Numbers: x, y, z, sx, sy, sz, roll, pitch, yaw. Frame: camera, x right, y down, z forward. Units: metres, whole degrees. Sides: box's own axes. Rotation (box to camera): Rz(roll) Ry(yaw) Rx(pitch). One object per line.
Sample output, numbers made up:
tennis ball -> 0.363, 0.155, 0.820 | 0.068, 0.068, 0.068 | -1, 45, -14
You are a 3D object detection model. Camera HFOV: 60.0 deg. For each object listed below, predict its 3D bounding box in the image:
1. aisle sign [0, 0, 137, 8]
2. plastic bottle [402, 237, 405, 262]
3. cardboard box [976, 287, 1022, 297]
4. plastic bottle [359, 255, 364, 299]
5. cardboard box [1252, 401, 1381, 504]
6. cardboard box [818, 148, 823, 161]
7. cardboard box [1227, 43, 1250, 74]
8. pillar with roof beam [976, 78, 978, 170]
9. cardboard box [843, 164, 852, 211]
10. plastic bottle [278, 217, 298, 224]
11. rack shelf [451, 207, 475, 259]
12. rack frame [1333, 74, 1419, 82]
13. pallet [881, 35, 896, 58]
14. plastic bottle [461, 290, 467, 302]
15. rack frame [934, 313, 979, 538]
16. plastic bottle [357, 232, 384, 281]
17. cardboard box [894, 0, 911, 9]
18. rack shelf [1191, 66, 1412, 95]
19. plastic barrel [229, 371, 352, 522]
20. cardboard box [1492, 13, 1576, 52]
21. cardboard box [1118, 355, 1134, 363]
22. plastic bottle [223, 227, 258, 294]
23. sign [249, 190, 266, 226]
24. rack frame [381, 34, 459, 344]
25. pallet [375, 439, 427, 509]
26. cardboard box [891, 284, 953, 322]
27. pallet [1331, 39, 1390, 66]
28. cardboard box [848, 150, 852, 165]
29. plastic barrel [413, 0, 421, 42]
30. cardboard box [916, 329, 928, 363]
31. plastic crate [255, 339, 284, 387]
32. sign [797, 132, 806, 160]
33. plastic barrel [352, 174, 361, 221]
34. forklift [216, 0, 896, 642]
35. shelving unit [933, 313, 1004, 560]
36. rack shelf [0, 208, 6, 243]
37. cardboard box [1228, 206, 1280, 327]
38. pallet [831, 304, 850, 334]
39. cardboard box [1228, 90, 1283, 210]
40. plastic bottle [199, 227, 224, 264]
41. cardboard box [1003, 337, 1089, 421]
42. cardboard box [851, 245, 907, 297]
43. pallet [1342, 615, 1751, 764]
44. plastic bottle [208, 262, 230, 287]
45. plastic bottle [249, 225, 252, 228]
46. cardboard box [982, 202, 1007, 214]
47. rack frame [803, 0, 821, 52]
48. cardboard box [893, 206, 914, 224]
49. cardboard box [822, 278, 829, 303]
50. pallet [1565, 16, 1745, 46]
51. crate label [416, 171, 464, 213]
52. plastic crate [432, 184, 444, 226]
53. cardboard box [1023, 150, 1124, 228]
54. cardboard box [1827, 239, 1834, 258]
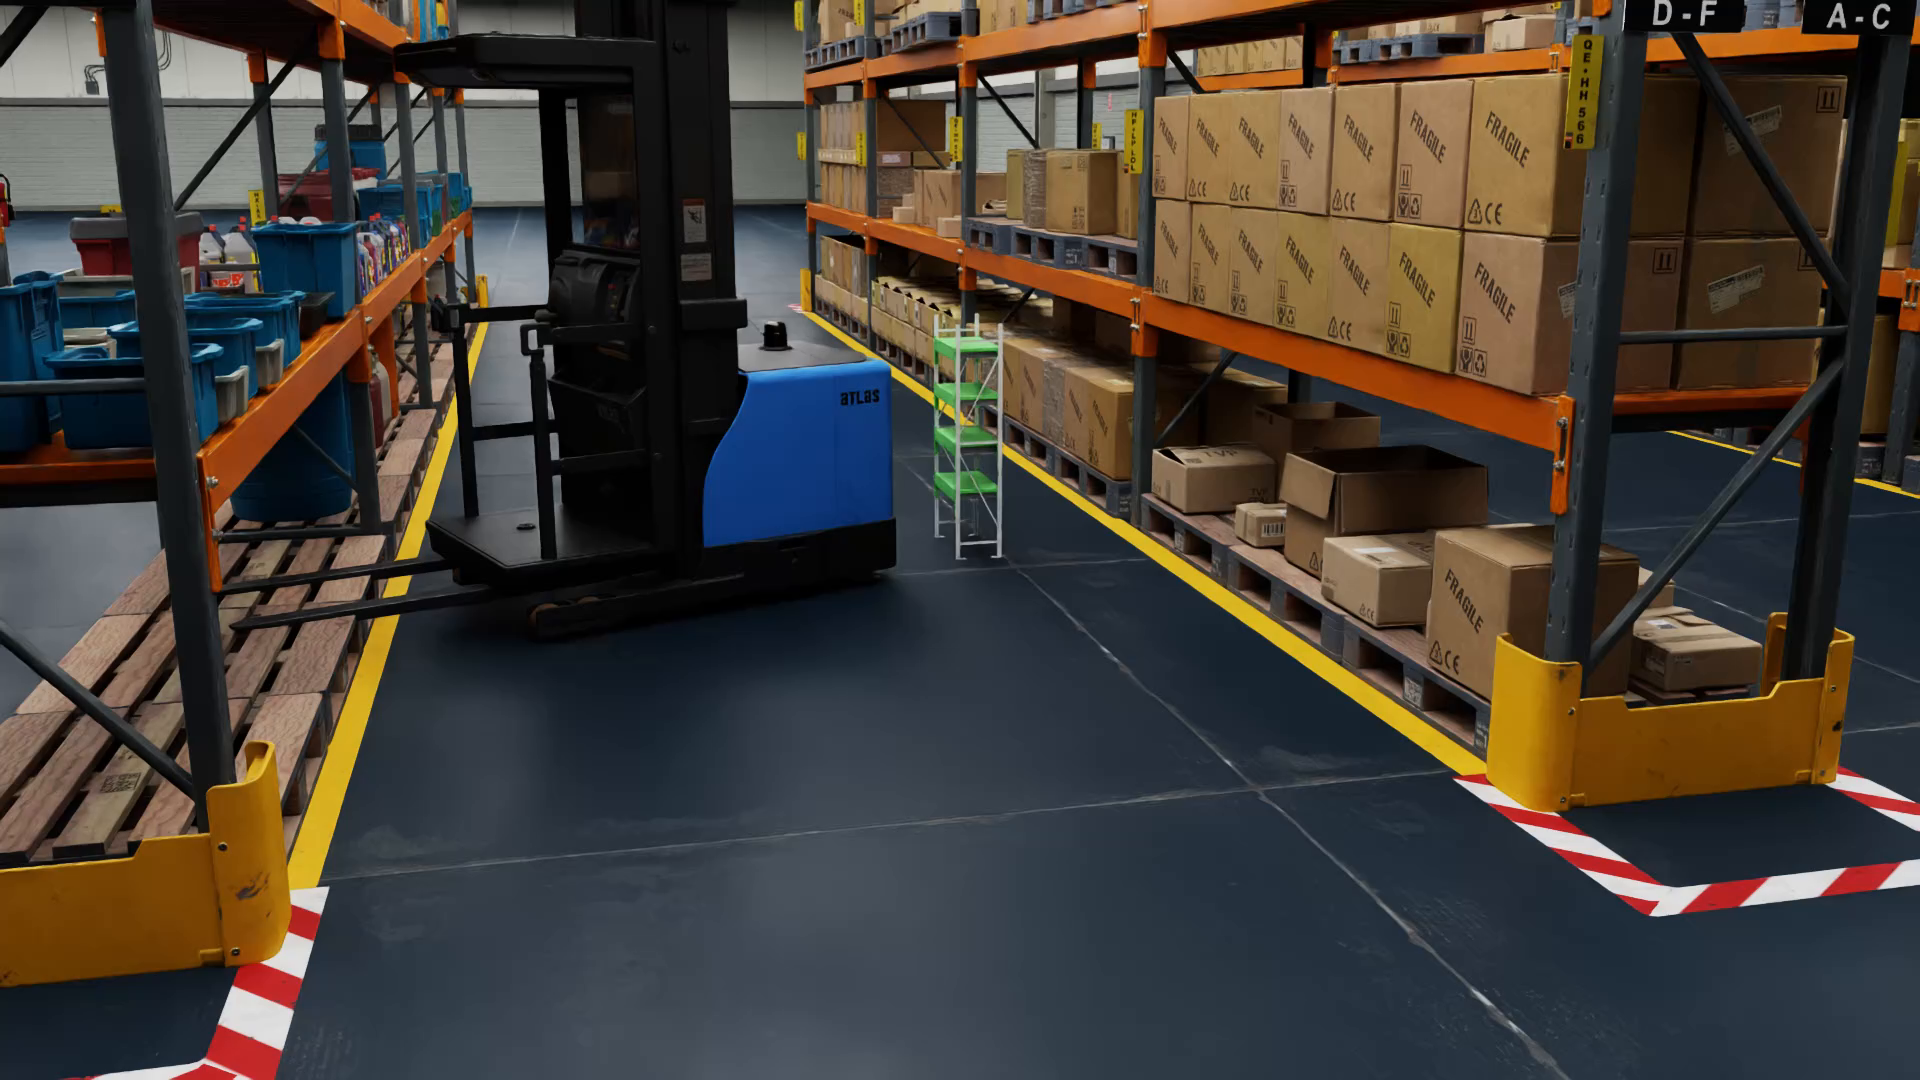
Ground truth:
aisle sign -> -2.122, -1.621, 3.763 | 0.394, 0.787, 0.004 | -3, 14, -13
plastic bottle -> -3.711, -1.934, 10.942 | 0.097, 0.201, 0.097 | 0, 14, 0
cardboard box -> 0.301, -2.114, 14.986 | 0.500, 0.311, 0.500 | -3, 14, -14
plastic bottle -> -3.070, -1.363, 8.433 | 0.061, 0.283, 0.133 | -3, 14, -13
cardboard box -> 1.858, -0.440, 8.747 | 0.500, 0.500, 0.500 | -3, 14, -13
cardboard box -> -1.487, -4.585, 19.798 | 0.380, 0.149, 0.250 | -3, 14, -14
cardboard box -> 3.497, -5.780, 19.693 | 0.500, 0.500, 0.500 | -3, 14, -11
pillar with roof beam -> -3.962, -11.315, 36.279 | 9.100, 9.000, 0.400 | -3, 14, -13
cardboard box -> -0.906, -3.907, 18.390 | 0.700, 0.500, 0.500 | -3, 14, -11
plastic bottle -> -4.519, -2.025, 11.159 | 0.152, 0.276, 0.135 | -3, 14, -13
rack shelf -> -5.716, -3.238, 17.377 | 1.077, 0.370, 4.000 | -3, 14, -13
rack frame -> 4.384, -3.679, 17.663 | 1.000, 3.000, 0.127 | -3, 14, -13
pallet -> -0.211, -4.563, 15.367 | 0.805, 0.209, 1.217 | -4, 14, -15
plastic bottle -> -5.283, -2.518, 17.710 | 0.061, 0.283, 0.133 | -3, 14, -12
rack frame -> -0.018, -0.601, 8.859 | 0.240, 1.200, 0.015 | -3, 14, -13
plastic bottle -> -3.378, -1.616, 9.481 | 0.152, 0.276, 0.135 | -3, 14, -13
cardboard box -> -0.324, -5.210, 15.461 | 0.500, 0.500, 0.500 | -3, 14, -13
rack shelf -> 3.914, -5.248, 19.281 | 1.077, 0.370, 4.000 | -3, 14, -13
plastic barrel -> -3.478, -0.592, 8.566 | 0.600, 0.901, 0.708 | -3, 14, -13
cardboard box -> 4.892, -4.330, 14.157 | 0.500, 0.311, 0.500 | -3, 14, -13
cardboard box -> 1.326, -0.919, 10.707 | 0.500, 0.500, 0.500 | -3, 14, -13
plastic bottle -> -3.761, -1.459, 8.681 | 0.144, 0.351, 0.185 | -3, 14, -13
sign -> -4.840, -2.251, 11.475 | 0.100, 0.325, 0.005 | -3, 14, -13
rack frame -> -5.246, -3.126, 15.403 | 1.000, 3.000, 0.127 | -3, 14, -13
pallet -> -3.798, -0.388, 10.072 | 1.003, 0.211, 1.213 | -3, 14, -13
cardboard box -> -0.340, -2.198, 15.330 | 0.500, 0.311, 0.500 | -4, 14, -15
pallet -> 4.425, -4.896, 16.723 | 1.213, 0.211, 1.003 | -3, 14, -13
cardboard box -> -0.999, -4.109, 17.848 | 0.380, 0.149, 0.250 | -3, 14, -12
plastic barrel -> -4.442, -4.222, 12.662 | 0.600, 0.830, 0.708 | -3, 14, -13
cardboard box -> -0.091, -1.690, 14.432 | 0.500, 0.250, 0.500 | -3, 14, -12
plastic crate -> -2.320, -0.569, 5.367 | 0.250, 0.136, 0.298 | -3, 14, -13
sign -> -1.911, -4.754, 20.074 | 0.100, 0.325, 0.005 | -3, 14, -13
plastic barrel -> -4.855, -2.580, 12.933 | 0.421, 0.512, 0.421 | 0, 14, 0
forklift -> -1.814, -1.127, 7.363 | 3.031, 2.935, 1.130 | -9, 17, -33
shelving unit -> 0.039, -0.545, 8.628 | 0.258, 1.200, 0.503 | -3, 14, -13
rack shelf -> -10.530, -2.962, 16.247 | 1.077, 0.370, 4.000 | -3, 14, -13
cardboard box -> 1.542, -1.238, 7.465 | 0.500, 0.500, 0.500 | -3, 14, -13
pallet -> -0.866, -2.515, 18.775 | 1.003, 0.211, 1.213 | -3, 14, -13
cardboard box -> 1.528, -1.728, 7.363 | 0.500, 0.500, 0.500 | -4, 14, -15
plastic bottle -> -3.901, -1.451, 8.648 | 0.144, 0.351, 0.185 | -3, 14, -13
cardboard box -> 0.580, -1.121, 11.534 | 0.500, 0.500, 0.500 | -3, 14, -14
cardboard box -> -0.858, -2.845, 17.580 | 0.500, 0.500, 0.500 | -3, 14, -13
pallet -> 2.182, 0.520, 6.354 | 1.003, 0.211, 1.213 | -3, 14, -13
plastic bottle -> -3.657, -1.268, 8.217 | 0.097, 0.201, 0.097 | 0, 14, 0
plastic bottle -> -4.292, -1.760, 10.056 | 0.061, 0.283, 0.133 | -3, 14, -13
cardboard box -> 0.466, -2.522, 13.117 | 0.500, 0.311, 0.500 | -2, 14, -10
rack frame -> -1.370, -7.239, 19.595 | 1.000, 3.000, 0.127 | -3, 14, -13
cardboard box -> -0.421, -3.064, 15.676 | 0.380, 0.149, 0.250 | -3, 14, -13
cardboard box -> -1.339, -2.941, 19.555 | 0.500, 0.250, 0.500 | -3, 14, -13
pallet -> 5.526, -3.976, 12.957 | 1.213, 0.211, 1.003 | -3, 14, -11
crate label -> -5.490, -3.657, 17.500 | 0.502, 0.435, 0.616 | -3, 14, -13
plastic crate -> -4.685, -2.881, 14.434 | 0.392, 0.384, 0.575 | -3, 14, -13
cardboard box -> 0.796, -2.371, 11.215 | 0.700, 0.500, 0.500 | -1, 14, -3
cardboard box -> 5.809, -1.902, 10.879 | 0.380, 0.149, 0.250 | -3, 14, -11
